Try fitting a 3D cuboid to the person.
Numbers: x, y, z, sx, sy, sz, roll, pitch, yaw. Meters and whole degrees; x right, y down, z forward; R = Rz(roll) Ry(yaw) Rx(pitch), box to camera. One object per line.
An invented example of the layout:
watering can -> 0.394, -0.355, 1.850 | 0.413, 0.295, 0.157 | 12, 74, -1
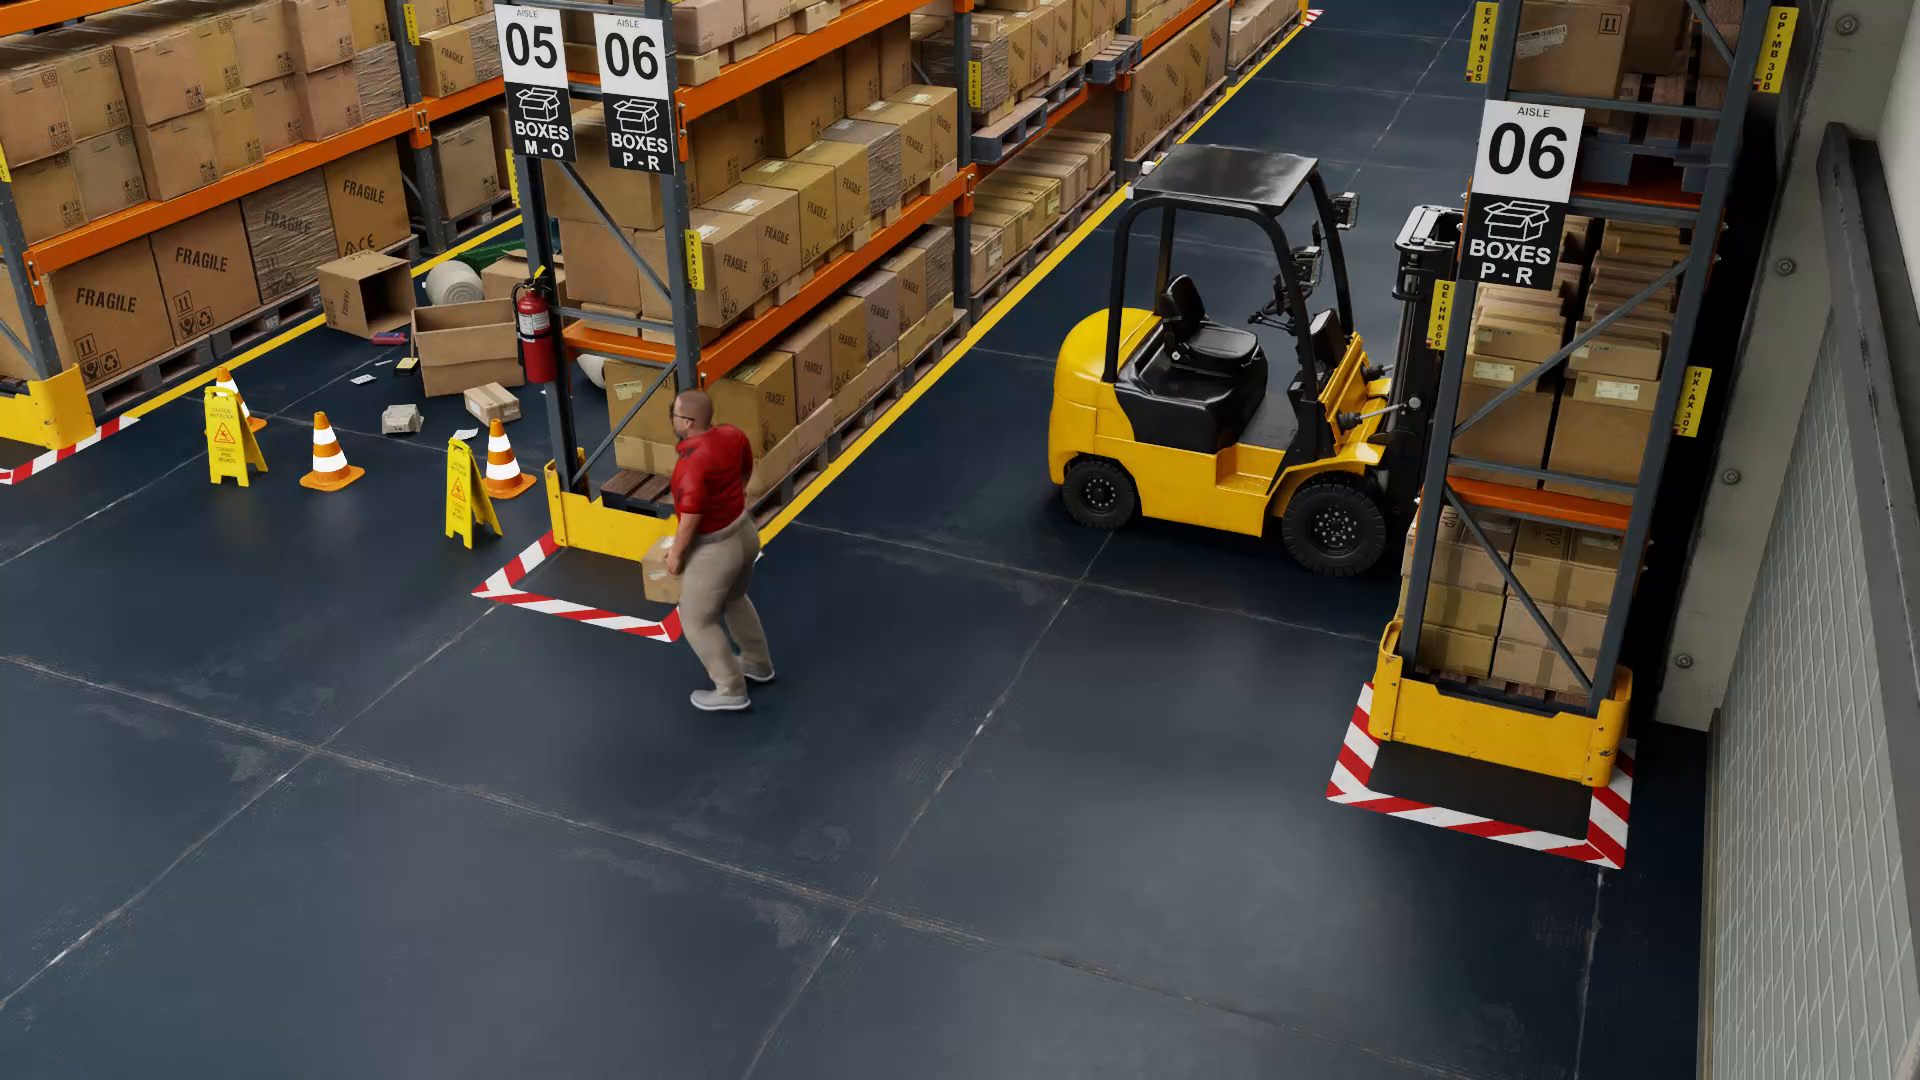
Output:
person -> -1.246, 0.035, 8.382 | 0.441, 1.703, 0.629 | 12, 32, 21
